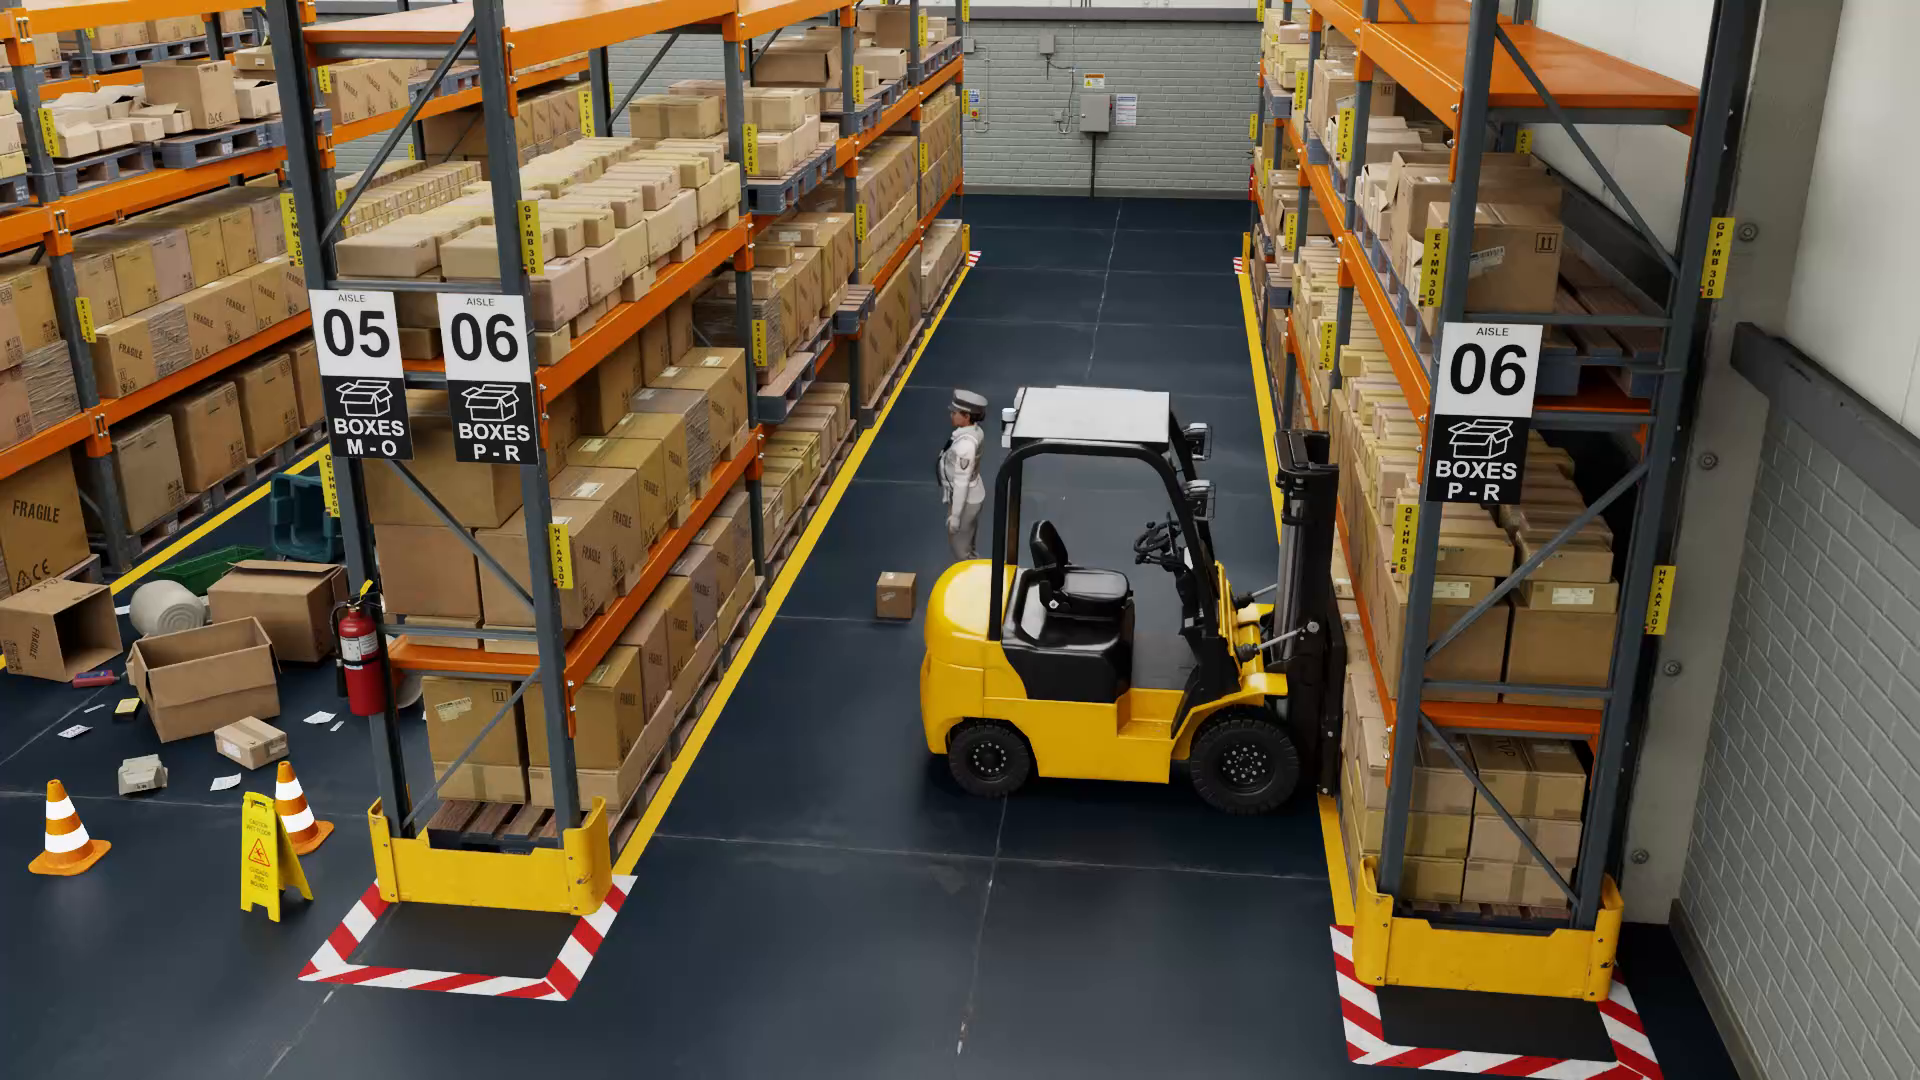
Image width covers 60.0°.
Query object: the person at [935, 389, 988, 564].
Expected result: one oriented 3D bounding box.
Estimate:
[{"bbox_3d":[0.018,-0.241,11.678,0.346,1.686,0.465,3,21,7],"label":"person"}]
